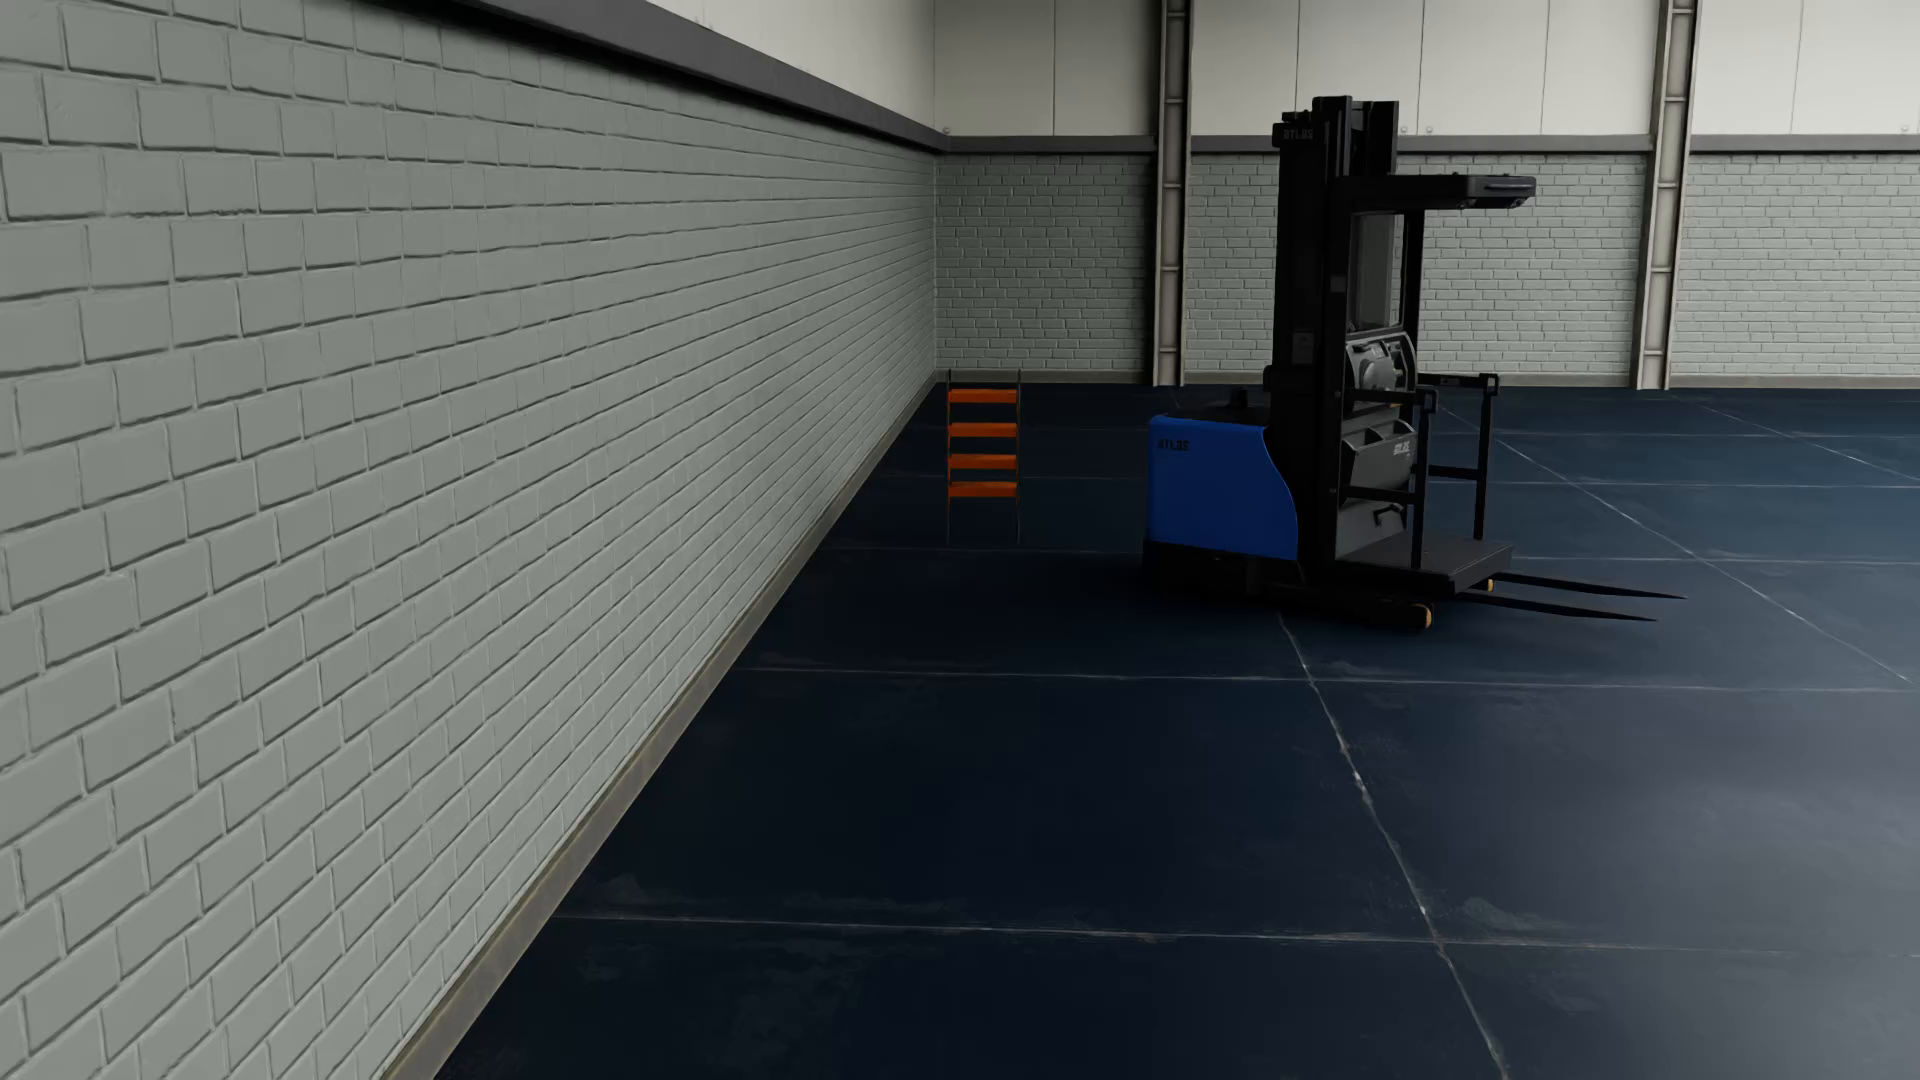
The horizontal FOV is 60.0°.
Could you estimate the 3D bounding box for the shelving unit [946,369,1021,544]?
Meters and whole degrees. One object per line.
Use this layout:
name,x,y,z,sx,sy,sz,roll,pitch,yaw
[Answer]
shelving unit,0.165,-0.585,11.634,0.503,1.200,0.258,1,12,4

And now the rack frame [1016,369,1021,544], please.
rack frame,0.409,-0.582,11.618,0.015,1.200,0.240,1,12,4

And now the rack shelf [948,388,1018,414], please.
rack shelf,0.165,-0.970,11.554,0.480,0.148,0.258,1,12,4

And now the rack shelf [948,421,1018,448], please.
rack shelf,0.165,-0.738,11.602,0.480,0.148,0.258,1,12,4

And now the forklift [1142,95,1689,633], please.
forklift,2.621,-1.037,9.567,3.031,2.935,1.130,9,15,36

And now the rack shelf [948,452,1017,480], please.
rack shelf,0.165,-0.519,11.648,0.480,0.148,0.258,1,12,4

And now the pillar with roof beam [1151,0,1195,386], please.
pillar with roof beam,2.367,-5.512,16.139,0.400,9.000,9.100,1,12,4

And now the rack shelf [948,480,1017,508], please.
rack shelf,0.165,-0.325,11.689,0.480,0.148,0.258,1,12,4

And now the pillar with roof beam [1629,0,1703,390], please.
pillar with roof beam,8.353,-5.430,15.747,0.400,9.000,9.100,1,12,4

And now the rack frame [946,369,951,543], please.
rack frame,-0.078,-0.588,11.650,0.015,1.200,0.240,1,12,4
